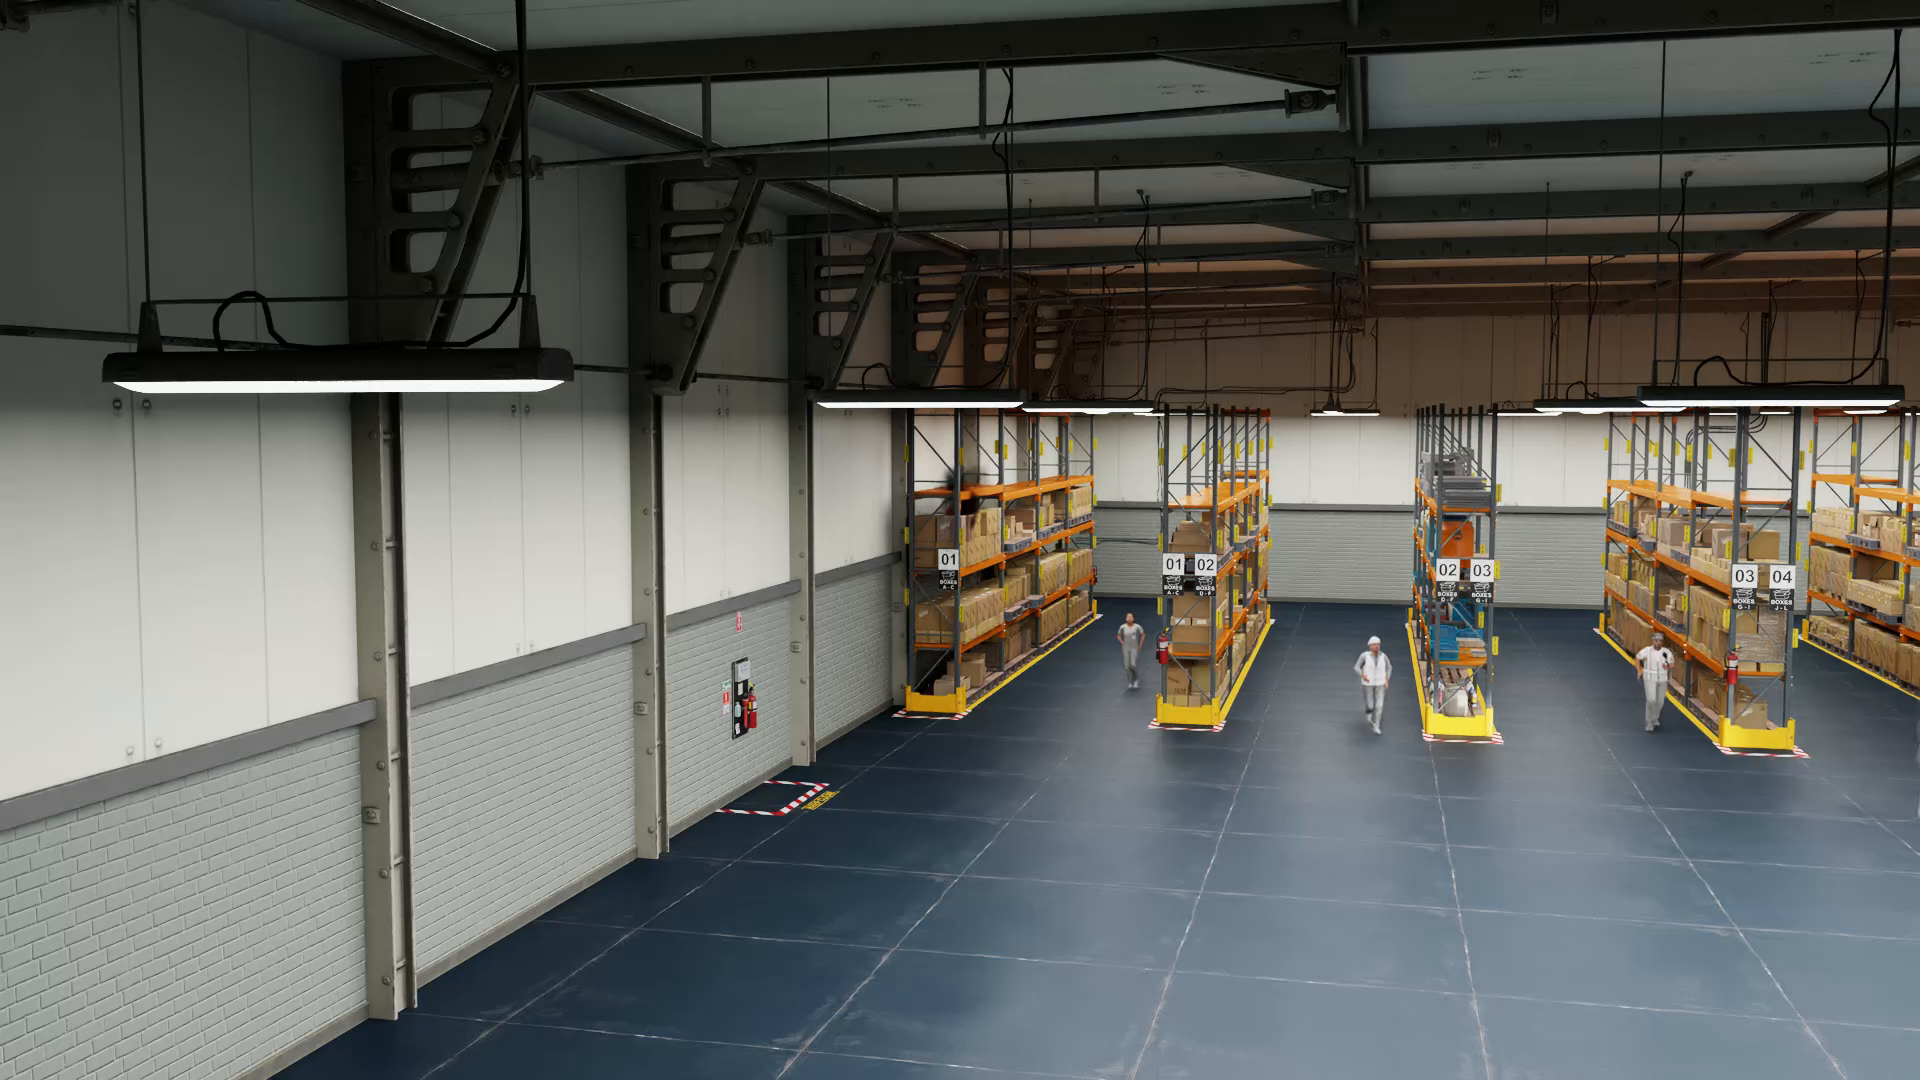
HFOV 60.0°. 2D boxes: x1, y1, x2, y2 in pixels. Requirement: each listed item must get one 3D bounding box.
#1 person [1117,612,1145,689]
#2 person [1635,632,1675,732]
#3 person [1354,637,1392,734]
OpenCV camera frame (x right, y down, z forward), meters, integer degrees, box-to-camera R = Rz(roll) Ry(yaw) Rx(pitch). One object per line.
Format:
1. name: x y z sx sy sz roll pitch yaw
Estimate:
1. person: 3.594 2.338 35.136 0.565 1.629 0.608 1 4 16
2. person: 12.822 2.617 30.648 0.631 1.850 0.768 1 4 7
3. person: 7.594 2.643 30.545 0.696 1.754 0.661 0 4 4
